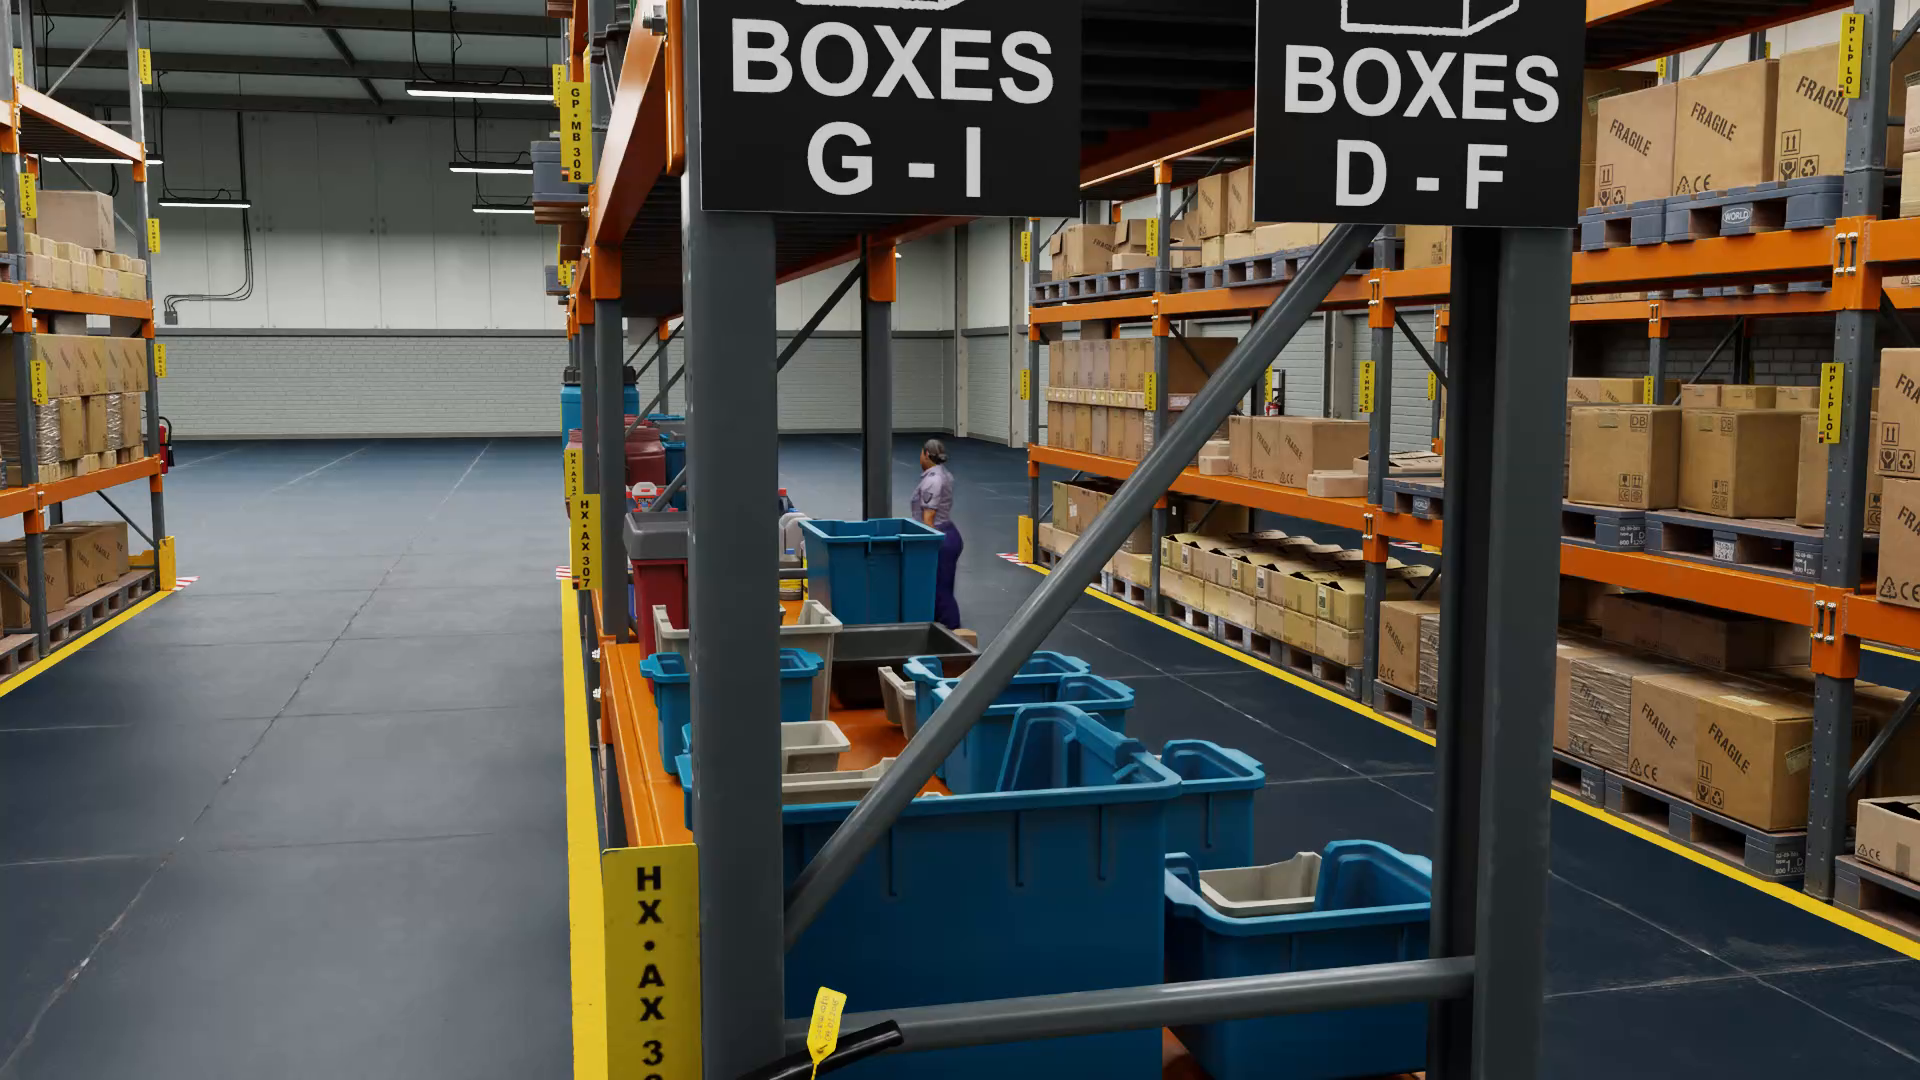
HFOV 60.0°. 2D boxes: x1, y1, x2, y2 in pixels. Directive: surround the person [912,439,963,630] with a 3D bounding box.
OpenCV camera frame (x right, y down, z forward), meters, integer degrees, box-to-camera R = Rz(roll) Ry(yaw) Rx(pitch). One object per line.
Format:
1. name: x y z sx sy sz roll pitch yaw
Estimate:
1. person: -0.224 0.068 12.436 0.534 1.647 0.568 1 6 10
